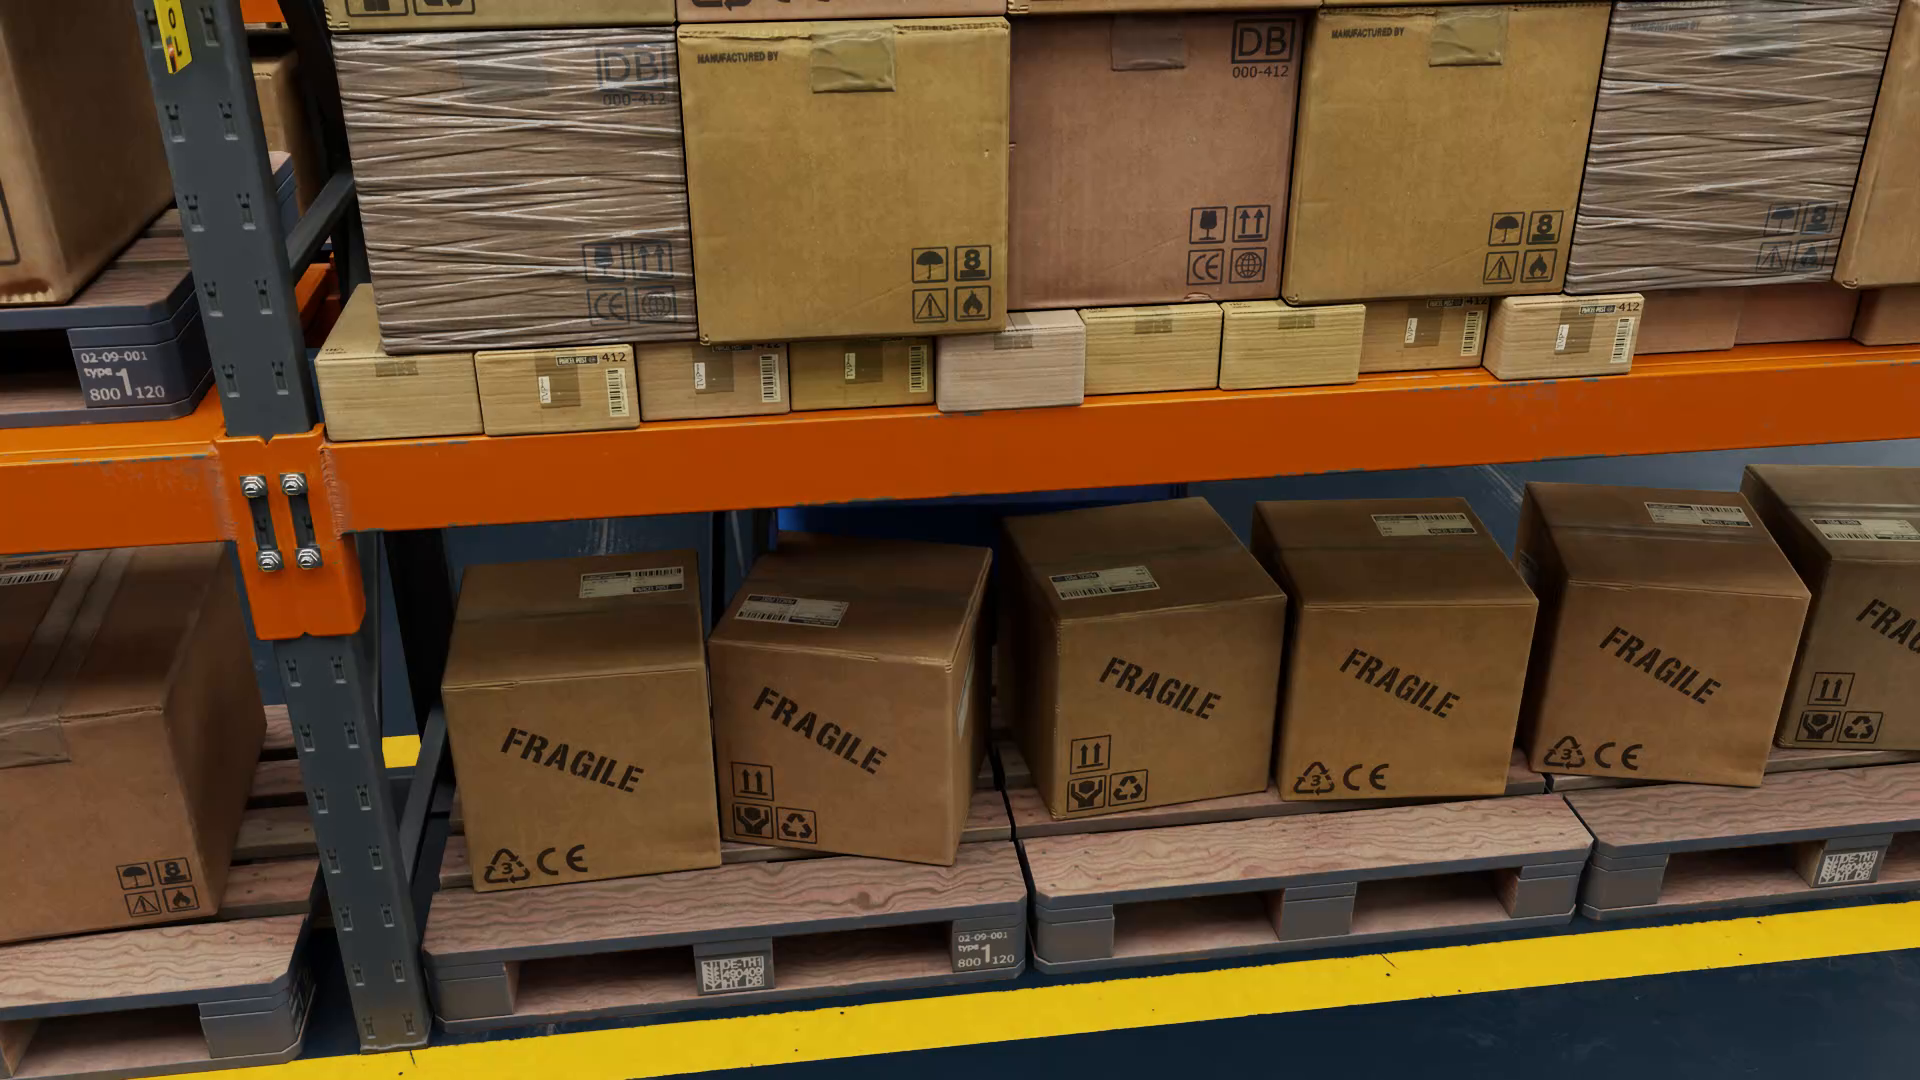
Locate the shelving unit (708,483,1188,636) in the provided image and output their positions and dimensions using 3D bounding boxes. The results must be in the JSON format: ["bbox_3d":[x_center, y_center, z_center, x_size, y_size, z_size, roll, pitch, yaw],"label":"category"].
[{"bbox_3d":[-0.027,-0.308,3.983,1.048,1.500,0.538,-2,12,-20],"label":"shelving unit"}]

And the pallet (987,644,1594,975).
[{"bbox_3d":[0.686,0.553,3.941,1.213,0.211,1.003,-4,27,-7],"label":"pallet"}]

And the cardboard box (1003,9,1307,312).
[{"bbox_3d":[0.250,-0.821,3.128,0.500,0.500,0.875,-4,27,-7],"label":"cardboard box"}]

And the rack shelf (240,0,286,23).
[{"bbox_3d":[-3.757,-2.351,7.335,4.000,0.370,1.077,-4,27,-7],"label":"rack shelf"}]

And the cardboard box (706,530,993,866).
[{"bbox_3d":[-0.217,0.328,3.603,0.500,0.500,0.500,5,28,9],"label":"cardboard box"}]

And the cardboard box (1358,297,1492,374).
[{"bbox_3d":[0.794,-0.454,3.124,0.250,0.149,0.380,-4,27,-7],"label":"cardboard box"}]

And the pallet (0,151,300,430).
[{"bbox_3d":[-1.962,-0.482,3.113,1.213,0.211,1.003,-4,27,-7],"label":"pallet"}]

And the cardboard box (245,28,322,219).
[{"bbox_3d":[-3.334,-1.845,7.564,0.750,0.750,1.050,-4,27,-7],"label":"cardboard box"}]

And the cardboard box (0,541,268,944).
[{"bbox_3d":[-1.796,0.396,3.449,0.500,0.500,0.700,-6,28,-11],"label":"cardboard box"}]

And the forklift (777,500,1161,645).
[{"bbox_3d":[-0.030,-1.589,5.136,1.130,2.935,3.031,-1,27,-2],"label":"forklift"}]

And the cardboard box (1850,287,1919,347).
[{"bbox_3d":[1.785,-0.517,3.248,0.250,0.149,0.380,-4,27,-7],"label":"cardboard box"}]

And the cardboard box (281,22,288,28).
[{"bbox_3d":[-4.485,-3.921,12.024,0.625,0.372,0.950,-3,27,-5],"label":"cardboard box"}]

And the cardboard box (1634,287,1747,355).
[{"bbox_3d":[1.287,-0.494,3.203,0.250,0.149,0.380,-4,27,-7],"label":"cardboard box"}]

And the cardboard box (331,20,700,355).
[{"bbox_3d":[-0.731,-0.727,2.947,0.500,0.500,0.875,-4,27,-7],"label":"cardboard box"}]

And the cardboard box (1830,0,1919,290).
[{"bbox_3d":[1.749,-0.873,3.230,0.500,0.500,0.875,-4,27,-7],"label":"cardboard box"}]

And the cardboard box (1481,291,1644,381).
[{"bbox_3d":[1.052,-0.438,3.094,0.250,0.149,0.380,-4,27,-7],"label":"cardboard box"}]

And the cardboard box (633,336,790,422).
[{"bbox_3d":[-0.437,-0.354,2.930,0.250,0.149,0.380,-4,27,-7],"label":"cardboard box"}]

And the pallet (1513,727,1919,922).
[{"bbox_3d":[1.891,0.477,4.090,1.213,0.211,1.003,-4,27,-7],"label":"pallet"}]

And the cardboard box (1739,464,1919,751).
[{"bbox_3d":[2.155,0.153,3.944,0.500,0.500,0.500,1,27,2],"label":"cardboard box"}]

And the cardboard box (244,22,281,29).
[{"bbox_3d":[-5.236,-3.875,11.935,0.625,0.372,0.950,-4,27,-8],"label":"cardboard box"}]

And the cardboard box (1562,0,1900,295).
[{"bbox_3d":[1.248,-0.860,3.206,0.500,0.500,0.875,-4,27,-7],"label":"cardboard box"}]

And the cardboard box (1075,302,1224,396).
[{"bbox_3d":[0.304,-0.407,3.032,0.250,0.149,0.380,-4,27,-7],"label":"cardboard box"}]

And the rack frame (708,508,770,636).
[{"bbox_3d":[-0.503,-0.292,3.806,0.032,1.500,0.500,-2,12,-20],"label":"rack frame"}]

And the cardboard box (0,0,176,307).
[{"bbox_3d":[-1.991,-1.016,2.828,1.000,1.000,1.000,-3,27,-7],"label":"cardboard box"}]

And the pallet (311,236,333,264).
[{"bbox_3d":[-2.530,-1.475,7.893,1.213,0.211,1.003,-4,27,-7],"label":"pallet"}]

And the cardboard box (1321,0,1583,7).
[{"bbox_3d":[0.779,-1.186,2.745,0.500,0.500,0.500,-4,27,-7],"label":"cardboard box"}]

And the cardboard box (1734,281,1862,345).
[{"bbox_3d":[1.531,-0.520,3.253,0.250,0.149,0.380,-4,27,-7],"label":"cardboard box"}]

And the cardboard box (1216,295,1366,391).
[{"bbox_3d":[0.553,-0.417,3.053,0.250,0.149,0.380,-4,27,-7],"label":"cardboard box"}]

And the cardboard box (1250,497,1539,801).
[{"bbox_3d":[0.945,0.238,3.779,0.500,0.500,0.500,-1,27,-2],"label":"cardboard box"}]

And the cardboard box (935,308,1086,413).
[{"bbox_3d":[0.062,-0.372,2.964,0.250,0.149,0.380,-4,27,-7],"label":"cardboard box"}]

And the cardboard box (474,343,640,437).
[{"bbox_3d":[-0.681,-0.326,2.875,0.250,0.149,0.380,-4,27,-7],"label":"cardboard box"}]

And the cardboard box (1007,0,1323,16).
[{"bbox_3d":[0.286,-1.149,2.674,0.500,0.500,0.500,-4,27,-7],"label":"cardboard box"}]

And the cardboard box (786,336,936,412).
[{"bbox_3d":[-0.191,-0.375,2.969,0.250,0.149,0.380,-4,27,-7],"label":"cardboard box"}]

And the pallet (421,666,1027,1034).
[{"bbox_3d":[-0.525,0.632,3.787,1.213,0.211,1.003,-4,27,-7],"label":"pallet"}]

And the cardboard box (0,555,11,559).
[{"bbox_3d":[-2.271,0.418,3.407,0.500,0.500,0.700,-4,27,-7],"label":"cardboard box"}]

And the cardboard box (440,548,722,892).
[{"bbox_3d":[-0.784,0.368,3.525,0.500,0.500,0.500,-4,28,-9],"label":"cardboard box"}]

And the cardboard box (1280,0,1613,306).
[{"bbox_3d":[0.751,-0.834,3.154,0.500,0.500,0.875,-4,27,-7],"label":"cardboard box"}]

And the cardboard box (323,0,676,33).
[{"bbox_3d":[-0.704,-1.085,2.549,0.500,0.500,0.500,-4,27,-7],"label":"cardboard box"}]

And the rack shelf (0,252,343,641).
[{"bbox_3d":[-3.166,-0.103,2.952,4.000,0.370,1.077,-4,27,-7],"label":"rack shelf"}]

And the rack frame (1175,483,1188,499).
[{"bbox_3d":[0.450,-0.323,4.159,0.032,1.500,0.500,-2,12,-20],"label":"rack frame"}]

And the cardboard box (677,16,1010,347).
[{"bbox_3d":[-0.231,-0.743,2.978,0.500,0.500,0.875,-4,27,-7],"label":"cardboard box"}]

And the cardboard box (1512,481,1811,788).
[{"bbox_3d":[1.568,0.207,3.840,0.500,0.500,0.500,3,27,6],"label":"cardboard box"}]

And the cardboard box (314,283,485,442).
[{"bbox_3d":[-0.930,-0.316,2.855,0.250,0.149,0.380,-4,27,-7],"label":"cardboard box"}]

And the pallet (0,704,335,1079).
[{"bbox_3d":[-1.956,0.741,3.575,1.213,0.211,1.003,-4,27,-7],"label":"pallet"}]

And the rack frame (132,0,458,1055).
[{"bbox_3d":[-1.185,-0.550,3.036,0.127,3.000,1.000,-4,27,-7],"label":"rack frame"}]

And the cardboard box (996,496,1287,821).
[{"bbox_3d":[0.386,0.253,3.749,0.500,0.500,0.500,-6,28,-12],"label":"cardboard box"}]

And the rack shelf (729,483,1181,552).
[{"bbox_3d":[-0.034,-0.132,4.018,1.000,0.185,0.538,-2,12,-20],"label":"rack shelf"}]

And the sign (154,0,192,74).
[{"bbox_3d":[-1.104,-0.814,2.283,0.005,0.325,0.100,-4,27,-7],"label":"sign"}]

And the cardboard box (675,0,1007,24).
[{"bbox_3d":[-0.209,-1.118,2.612,0.500,0.500,0.500,-4,27,-7],"label":"cardboard box"}]

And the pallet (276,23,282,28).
[{"bbox_3d":[-4.547,-3.660,12.152,1.213,0.211,1.003,-4,27,-7],"label":"pallet"}]

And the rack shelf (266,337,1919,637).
[{"bbox_3d":[0.795,-0.357,3.448,4.000,0.370,1.077,-4,27,-7],"label":"rack shelf"}]
